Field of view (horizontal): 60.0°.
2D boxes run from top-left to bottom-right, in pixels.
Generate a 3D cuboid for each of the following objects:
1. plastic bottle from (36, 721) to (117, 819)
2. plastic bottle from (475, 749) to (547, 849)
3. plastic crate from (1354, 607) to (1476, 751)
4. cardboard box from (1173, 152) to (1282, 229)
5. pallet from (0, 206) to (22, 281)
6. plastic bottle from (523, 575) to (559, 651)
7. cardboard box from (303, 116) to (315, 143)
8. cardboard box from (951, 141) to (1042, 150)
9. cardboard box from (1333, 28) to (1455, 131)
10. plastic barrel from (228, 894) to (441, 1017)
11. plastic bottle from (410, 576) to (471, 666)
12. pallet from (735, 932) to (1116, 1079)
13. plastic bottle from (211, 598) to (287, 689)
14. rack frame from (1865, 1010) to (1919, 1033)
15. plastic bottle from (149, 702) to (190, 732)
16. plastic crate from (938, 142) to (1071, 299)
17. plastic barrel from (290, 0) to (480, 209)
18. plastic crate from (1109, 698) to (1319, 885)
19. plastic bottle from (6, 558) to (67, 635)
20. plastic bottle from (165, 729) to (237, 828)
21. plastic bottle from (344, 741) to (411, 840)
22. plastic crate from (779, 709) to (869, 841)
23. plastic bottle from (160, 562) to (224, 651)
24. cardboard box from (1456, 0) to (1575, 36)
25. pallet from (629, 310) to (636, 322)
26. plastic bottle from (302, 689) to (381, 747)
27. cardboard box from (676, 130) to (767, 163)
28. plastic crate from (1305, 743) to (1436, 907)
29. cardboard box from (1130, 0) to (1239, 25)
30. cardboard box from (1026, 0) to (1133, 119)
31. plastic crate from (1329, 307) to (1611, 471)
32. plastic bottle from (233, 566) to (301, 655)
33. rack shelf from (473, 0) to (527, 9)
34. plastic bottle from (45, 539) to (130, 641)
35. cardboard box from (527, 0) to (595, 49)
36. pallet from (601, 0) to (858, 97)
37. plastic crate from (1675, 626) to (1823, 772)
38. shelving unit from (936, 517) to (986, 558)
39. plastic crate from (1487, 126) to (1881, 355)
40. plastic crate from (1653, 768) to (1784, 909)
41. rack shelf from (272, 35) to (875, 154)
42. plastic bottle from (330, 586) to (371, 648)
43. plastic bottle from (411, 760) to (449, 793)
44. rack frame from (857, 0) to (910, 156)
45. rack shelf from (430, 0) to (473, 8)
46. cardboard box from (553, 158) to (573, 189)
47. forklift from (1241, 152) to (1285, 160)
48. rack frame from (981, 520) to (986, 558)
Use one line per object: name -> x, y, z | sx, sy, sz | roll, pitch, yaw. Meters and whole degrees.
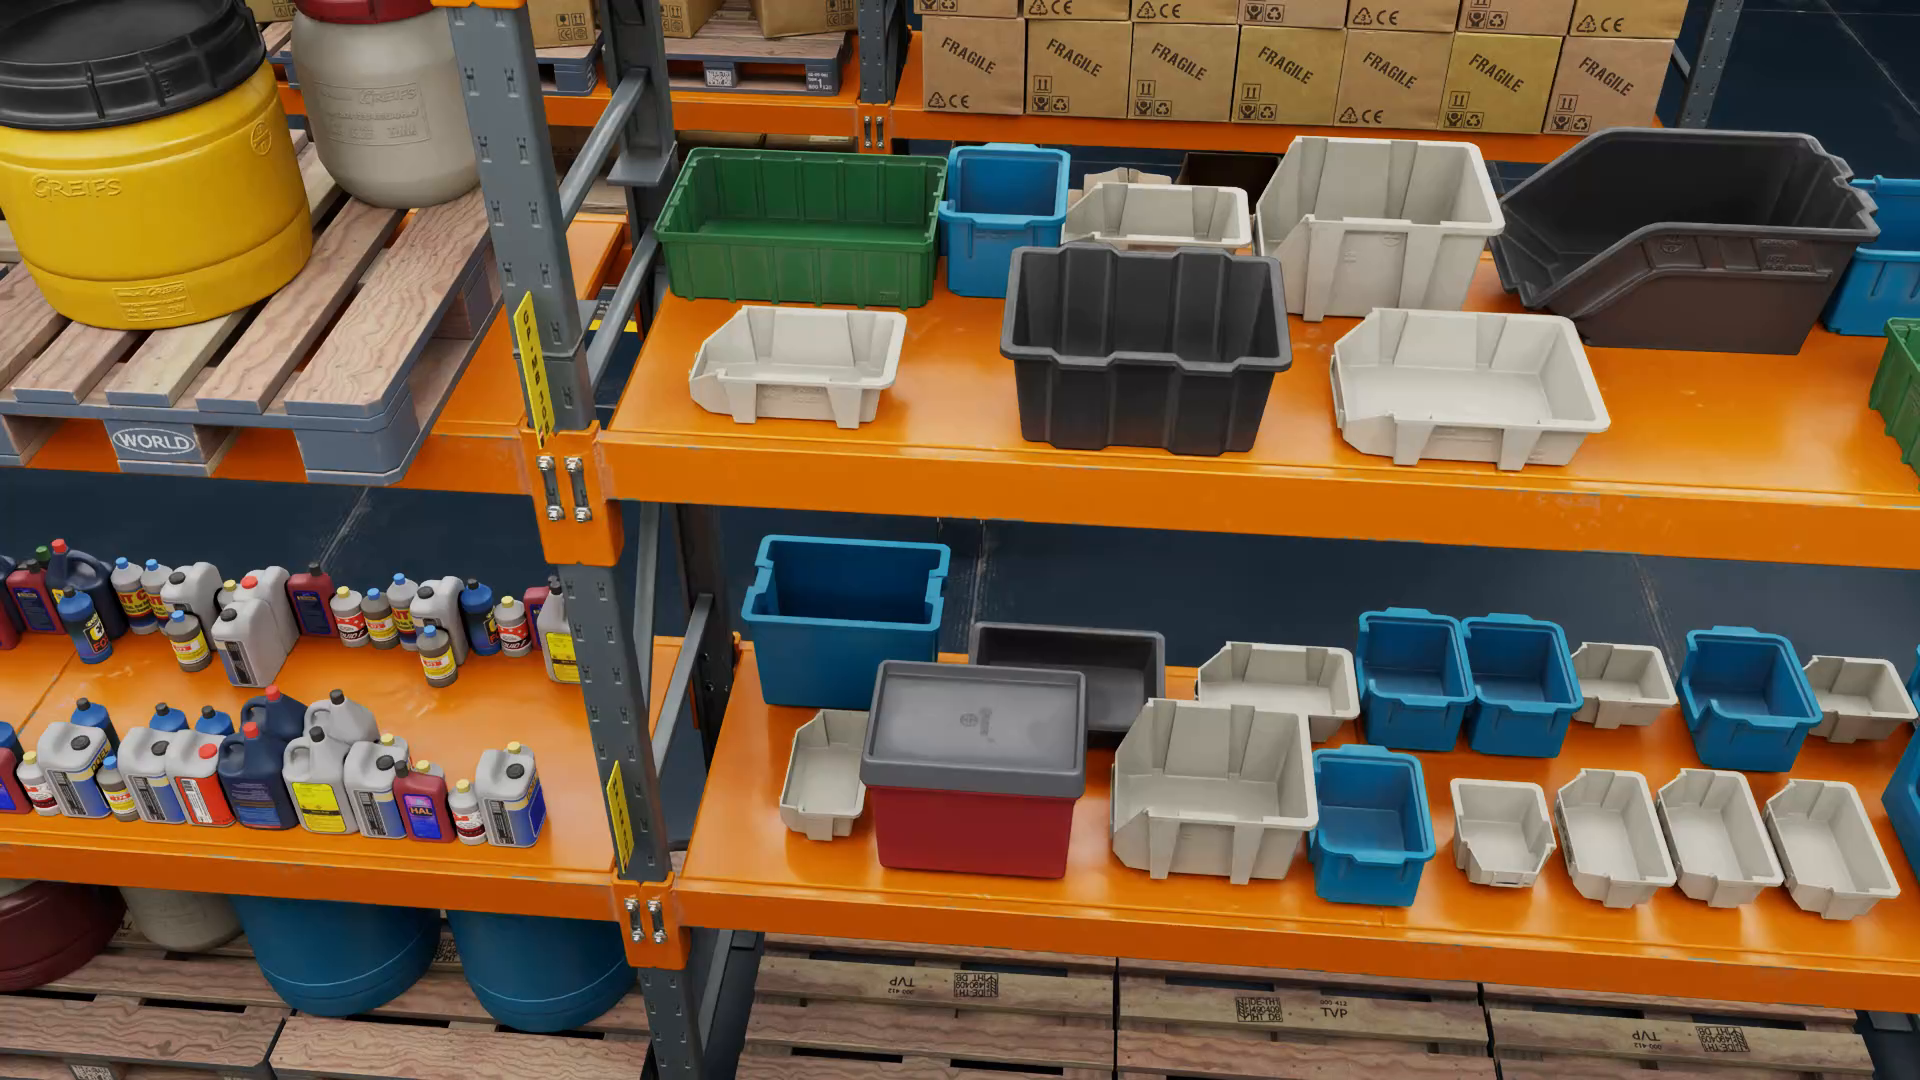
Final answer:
plastic bottle -> -2.475, 0.638, 4.688 | 0.135, 0.276, 0.152 | 3, 39, 4
plastic bottle -> -1.244, 0.706, 4.605 | 0.135, 0.276, 0.152 | 3, 39, 4
plastic crate -> 1.334, 0.427, 4.935 | 0.300, 0.233, 0.416 | 3, 39, 4
cardboard box -> 1.480, -1.743, 9.144 | 0.637, 0.503, 0.797 | 3, 39, 4
pallet -> -2.743, -0.655, 3.953 | 1.213, 0.211, 1.003 | 3, 39, 4
plastic bottle -> -1.285, 0.226, 5.189 | 0.133, 0.283, 0.061 | 3, 39, 4
cardboard box -> -3.369, -2.445, 9.416 | 0.500, 0.250, 0.500 | 5, 39, 6
cardboard box -> 0.200, -1.988, 9.448 | 0.500, 0.500, 0.500 | 3, 39, 4
cardboard box -> 2.110, -2.370, 8.206 | 0.500, 0.500, 0.500 | 3, 39, 4
plastic barrel -> -2.069, 1.048, 5.416 | 0.708, 0.901, 0.600 | 3, 39, 4
plastic bottle -> -1.616, 0.239, 5.178 | 0.135, 0.276, 0.152 | 3, 39, 4
pallet -> -0.087, 1.573, 5.650 | 1.213, 0.211, 1.003 | 3, 39, 4
plastic bottle -> -2.187, 0.304, 5.098 | 0.135, 0.276, 0.152 | 3, 39, 4
rack frame -> 3.162, 0.694, 4.522 | 0.127, 3.000, 1.000 | 3, 39, 4
plastic bottle -> -2.252, 0.573, 4.771 | 0.097, 0.271, 0.097 | 0, 39, 0
plastic crate -> 0.111, -0.774, 4.081 | 0.300, 0.233, 0.416 | 3, 39, 4
plastic barrel -> -1.326, -1.089, 3.896 | 0.433, 0.535, 0.433 | 0, 39, 0
plastic crate -> 0.682, 0.698, 4.563 | 0.530, 0.282, 0.437 | 3, 39, 4
plastic bottle -> -2.918, 0.175, 5.252 | 0.133, 0.283, 0.061 | 3, 39, 4
plastic bottle -> -2.110, 0.658, 4.663 | 0.135, 0.276, 0.152 | 3, 39, 4
plastic bottle -> -1.608, 0.686, 4.630 | 0.135, 0.276, 0.152 | 3, 39, 4
plastic crate -> -0.372, 0.670, 4.712 | 0.243, 0.136, 0.396 | 3, 39, 4
plastic bottle -> -2.405, 0.196, 5.231 | 0.135, 0.276, 0.152 | 3, 39, 4
cardboard box -> 2.622, -2.726, 7.852 | 0.500, 0.500, 0.500 | 4, 39, 5
pallet -> -1.206, -1.578, 9.522 | 1.213, 0.211, 1.003 | 3, 39, 4
plastic bottle -> -1.755, 0.560, 4.725 | 0.185, 0.351, 0.144 | 3, 39, 4
cardboard box -> -1.385, -2.042, 9.514 | 0.500, 0.500, 0.500 | 4, 39, 4
plastic crate -> 1.094, 0.785, 4.495 | 0.300, 0.233, 0.416 | 3, 39, 4
cardboard box -> 1.079, -2.807, 7.951 | 0.500, 0.500, 0.500 | 2, 39, 3
cardboard box -> 0.603, -2.453, 8.308 | 0.500, 0.500, 0.500 | 4, 39, 5
plastic crate -> 1.082, -0.324, 3.605 | 0.530, 0.136, 0.437 | 3, 39, 4
plastic bottle -> -2.174, 0.209, 5.216 | 0.135, 0.276, 0.152 | 3, 39, 4
rack shelf -> 1.169, -1.308, 3.115 | 4.000, 0.370, 1.077 | 3, 39, 4
plastic bottle -> -2.758, 0.145, 5.234 | 0.185, 0.351, 0.144 | 3, 39, 4
cardboard box -> -2.158, -2.898, 8.523 | 0.500, 0.500, 0.700 | -6, 40, -8
pallet -> -1.179, -2.677, 8.815 | 1.213, 0.211, 1.003 | 3, 39, 4
plastic crate -> 2.288, 0.479, 4.870 | 0.300, 0.233, 0.416 | 3, 39, 4
shelving unit -> 0.008, -0.349, 7.465 | 0.210, 0.900, 0.258 | 3, 39, 4
plastic crate -> 1.664, -0.702, 3.909 | 0.767, 0.338, 0.504 | 3, 39, 4
plastic crate -> 2.046, 0.817, 4.531 | 0.243, 0.136, 0.396 | 3, 39, 4
rack shelf -> -2.385, -2.469, 8.977 | 4.000, 0.370, 1.077 | 3, 39, 4
plastic bottle -> -1.923, 0.234, 5.244 | 0.097, 0.201, 0.097 | 0, 39, 0
plastic bottle -> -1.489, 0.700, 4.671 | 0.097, 0.201, 0.097 | 0, 39, 0
rack frame -> -0.392, -2.639, 8.616 | 0.127, 3.000, 1.000 | 3, 39, 4
rack shelf -> -2.816, -1.526, 3.383 | 4.000, 0.370, 1.077 | 3, 39, 4
cardboard box -> -2.407, -1.773, 9.184 | 0.500, 0.500, 0.500 | 2, 39, 2
forklift -> 1.499, -4.384, 10.814 | 1.130, 2.935, 3.031 | -26, 46, -28
rack frame -> 0.109, -0.343, 7.459 | 0.006, 0.900, 0.240 | 3, 39, 4
